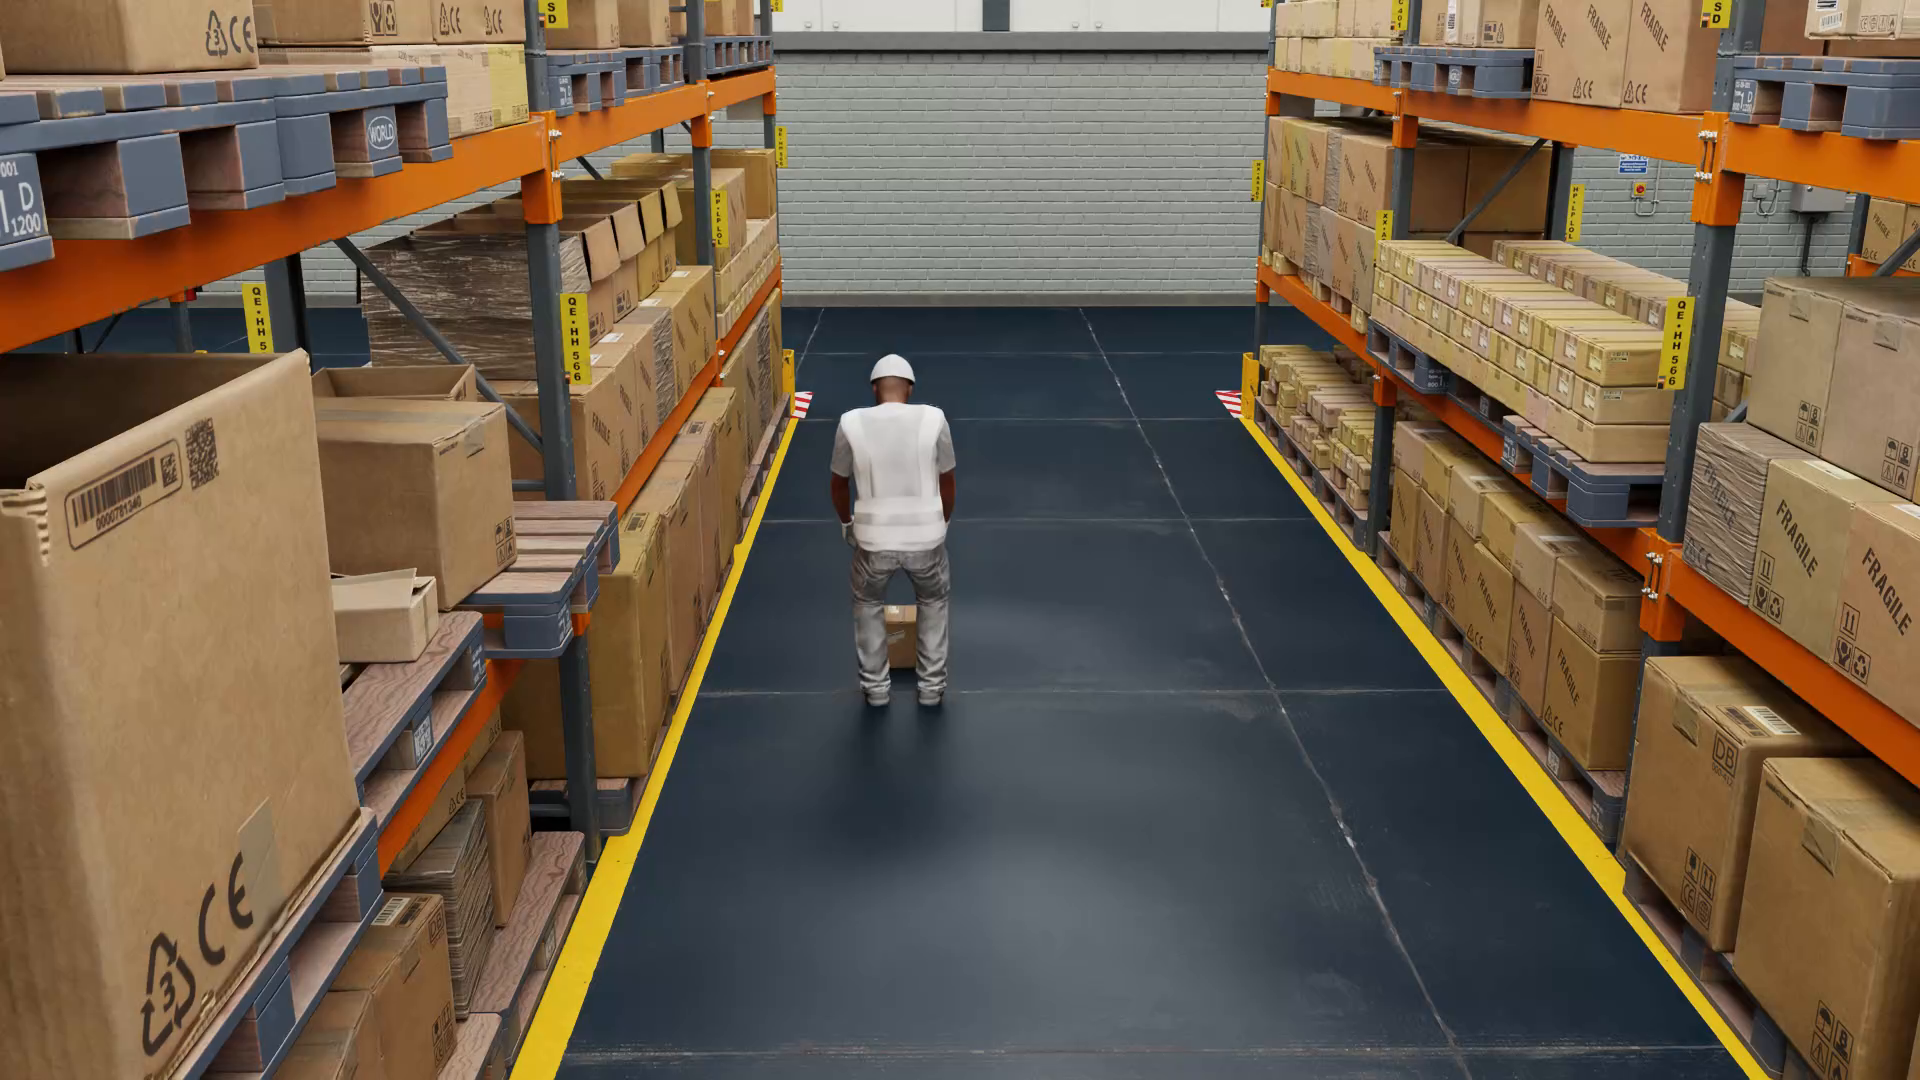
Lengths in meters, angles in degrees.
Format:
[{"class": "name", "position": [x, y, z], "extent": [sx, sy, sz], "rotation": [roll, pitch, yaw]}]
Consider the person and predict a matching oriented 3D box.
[{"class": "person", "position": [-0.316, -0.035, 7.866], "extent": [0.594, 1.644, 0.584], "rotation": [0, 17, 0]}]
